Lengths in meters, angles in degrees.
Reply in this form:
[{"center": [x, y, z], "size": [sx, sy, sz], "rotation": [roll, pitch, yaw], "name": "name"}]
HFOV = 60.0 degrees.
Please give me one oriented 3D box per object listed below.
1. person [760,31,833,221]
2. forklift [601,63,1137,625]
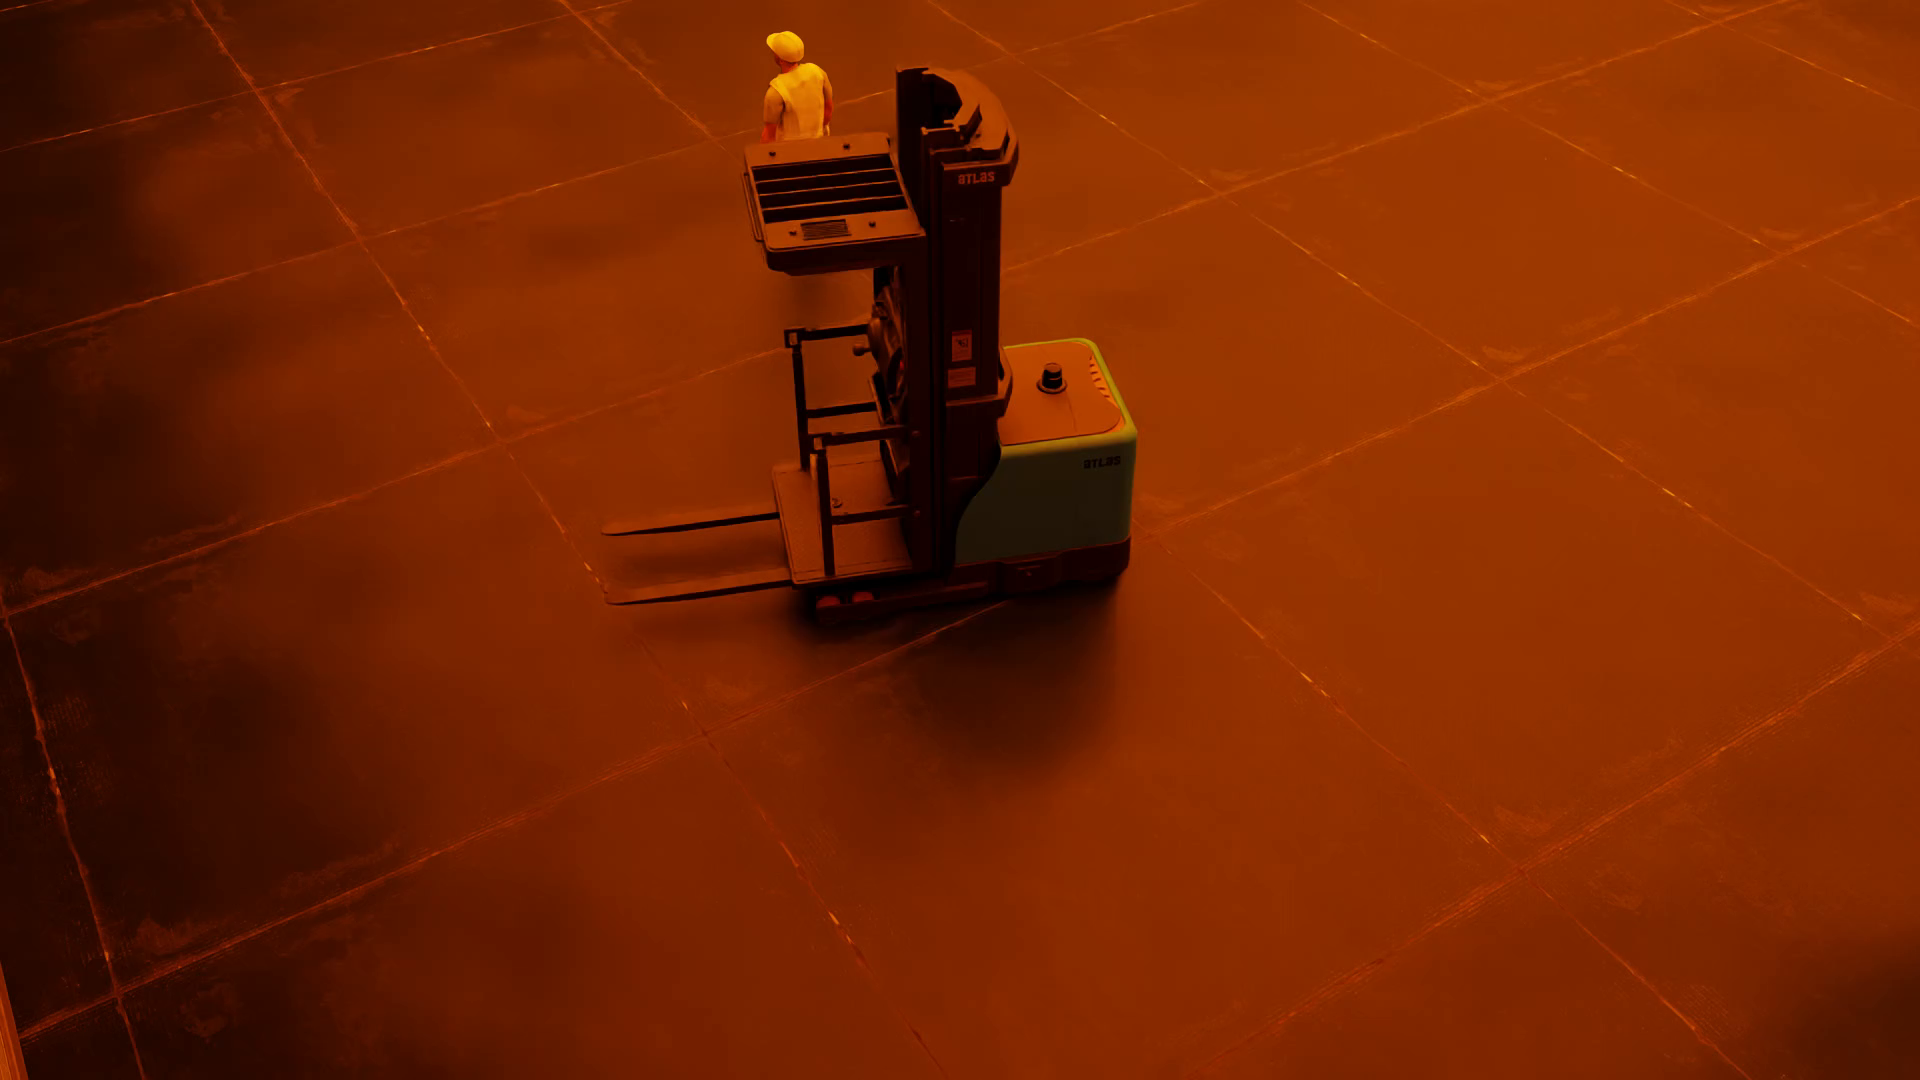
[{"center": [-1.229, -2.877, 12.020], "size": [0.637, 1.787, 0.565], "rotation": [-30, 49, -30], "name": "person"}, {"center": [-0.574, -0.998, 9.013], "size": [3.031, 2.935, 1.130], "rotation": [-8, 42, -9], "name": "forklift"}]
